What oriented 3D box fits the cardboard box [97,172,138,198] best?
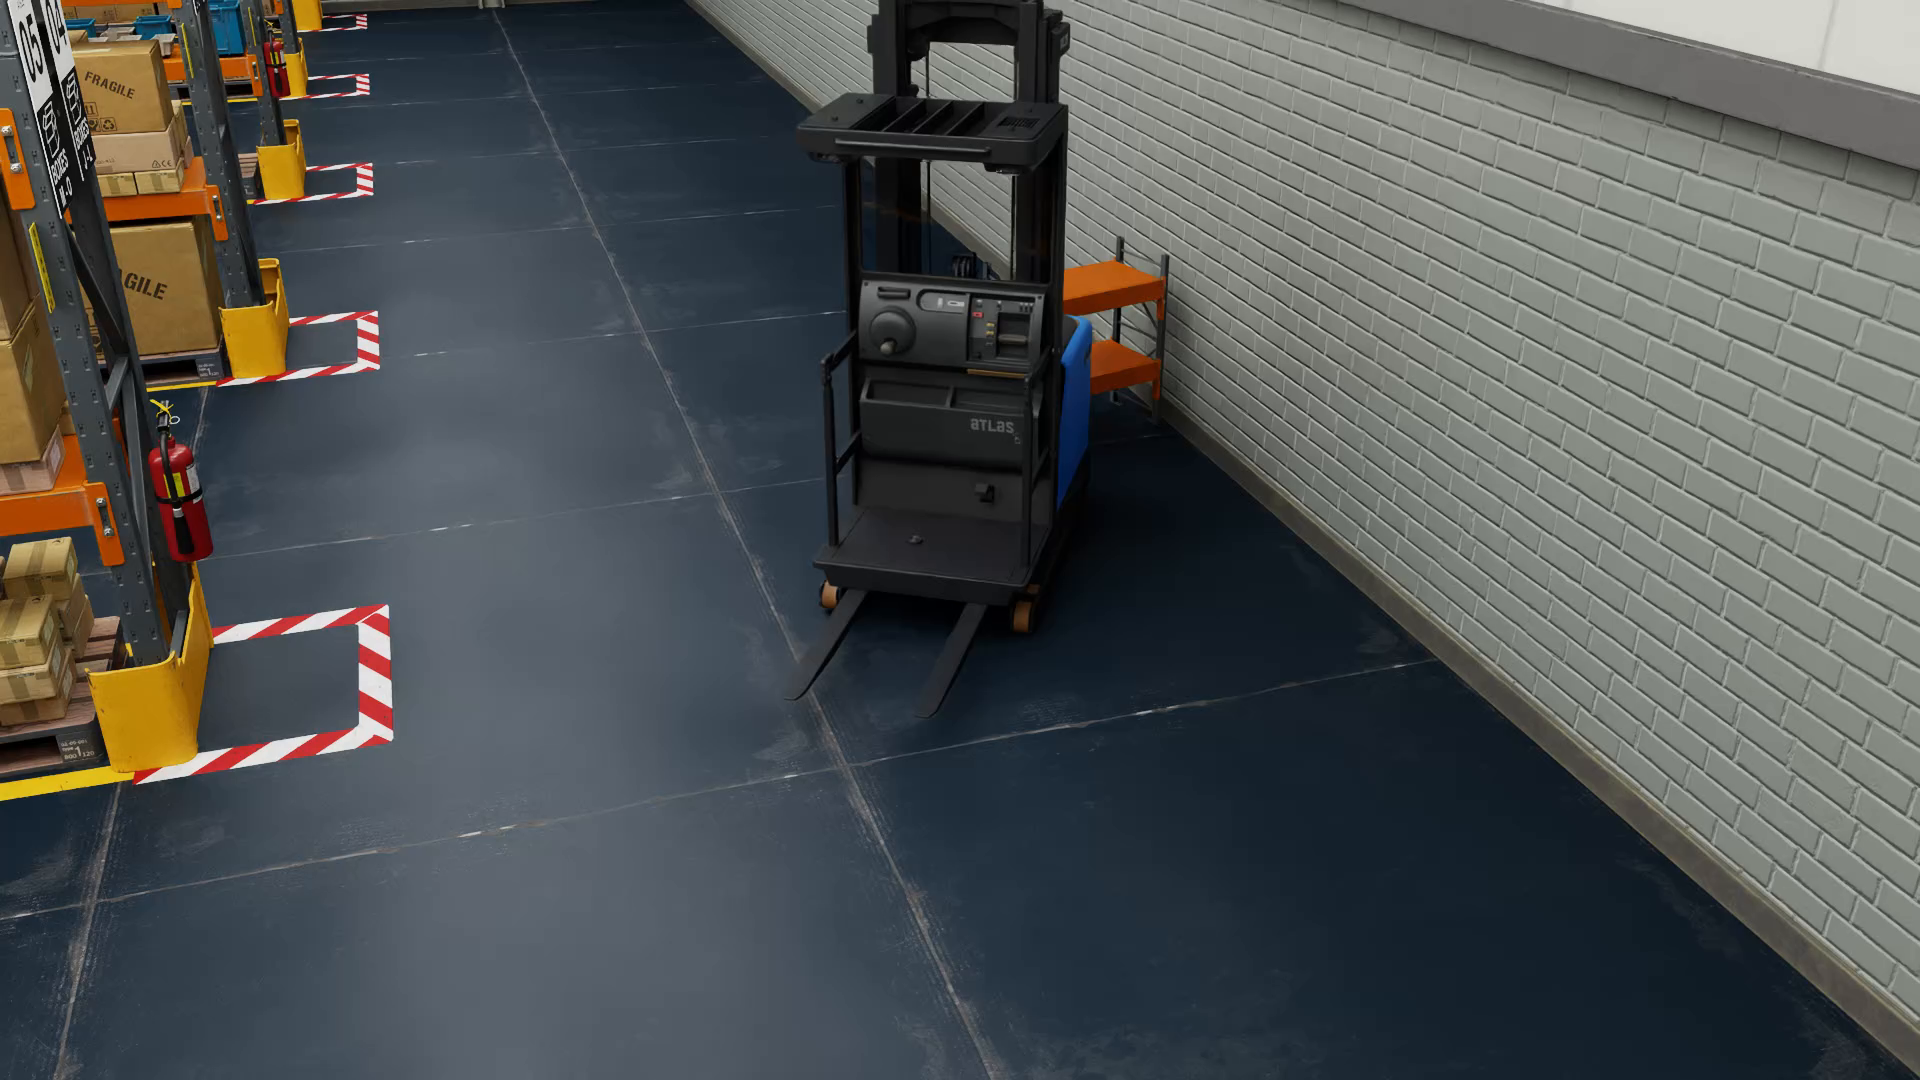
[{"bbox_3d":[-5.546,-2.379,10.951,0.250,0.149,0.380,-8,27,-16],"label":"cardboard box"}]

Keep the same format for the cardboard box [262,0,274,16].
[{"bbox_3d":[-10.299,-7.929,24.187,0.500,0.500,0.700,-8,28,-16],"label":"cardboard box"}]

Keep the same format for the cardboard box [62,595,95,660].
[{"bbox_3d":[-4.220,0.421,7.763,0.250,0.149,0.380,-8,27,-15],"label":"cardboard box"}]

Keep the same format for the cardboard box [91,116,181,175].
[{"bbox_3d":[-5.442,-2.603,10.954,0.500,0.250,0.500,-9,28,-17],"label":"cardboard box"}]

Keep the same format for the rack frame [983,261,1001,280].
[{"bbox_3d":[0.288,-1.101,10.203,0.032,1.125,0.500,-16,30,-29],"label":"rack frame"}]

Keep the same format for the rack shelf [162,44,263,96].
[{"bbox_3d":[-8.499,-4.213,15.171,4.000,0.370,1.077,-8,28,-16],"label":"rack shelf"}]

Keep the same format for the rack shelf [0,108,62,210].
[{"bbox_3d":[-5.525,-1.351,6.034,4.000,0.370,1.077,-8,28,-16],"label":"rack shelf"}]

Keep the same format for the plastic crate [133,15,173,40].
[{"bbox_3d":[-7.560,-4.777,15.619,0.300,0.233,0.416,-8,28,-16],"label":"plastic crate"}]

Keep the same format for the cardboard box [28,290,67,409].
[{"bbox_3d":[-4.136,-0.838,7.118,0.500,0.500,0.500,-7,27,-14],"label":"cardboard box"}]

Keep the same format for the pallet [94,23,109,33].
[{"bbox_3d":[-12.721,-7.271,23.658,1.213,0.211,1.003,-8,28,-16],"label":"pallet"}]

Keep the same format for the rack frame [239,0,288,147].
[{"bbox_3d":[-6.597,-4.810,15.566,0.127,3.000,1.000,-8,28,-16],"label":"rack frame"}]

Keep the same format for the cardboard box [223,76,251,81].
[{"bbox_3d":[-8.568,-5.803,19.883,0.500,0.500,0.500,-8,28,-16],"label":"cardboard box"}]

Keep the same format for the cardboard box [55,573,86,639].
[{"bbox_3d":[-4.201,0.314,7.643,0.250,0.149,0.380,-7,27,-14],"label":"cardboard box"}]

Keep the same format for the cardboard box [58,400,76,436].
[{"bbox_3d":[-4.033,-0.586,7.341,0.250,0.149,0.380,-8,28,-17],"label":"cardboard box"}]

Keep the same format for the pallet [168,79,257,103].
[{"bbox_3d":[-8.957,-5.535,20.163,1.213,0.211,1.003,-8,28,-16],"label":"pallet"}]

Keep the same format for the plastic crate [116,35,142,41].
[{"bbox_3d":[-7.596,-4.496,15.163,0.243,0.136,0.396,-8,28,-16],"label":"plastic crate"}]

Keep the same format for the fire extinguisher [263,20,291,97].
[{"bbox_3d":[-6.313,-4.437,15.321,0.183,0.674,0.296,-8,28,-16],"label":"fire extinguisher"}]

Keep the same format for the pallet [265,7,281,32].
[{"bbox_3d":[-10.401,-7.607,24.335,1.213,0.211,1.003,-8,28,-16],"label":"pallet"}]

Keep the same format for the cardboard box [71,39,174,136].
[{"bbox_3d":[-5.445,-2.940,10.789,0.500,0.500,0.500,-8,27,-15],"label":"cardboard box"}]

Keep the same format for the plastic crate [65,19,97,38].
[{"bbox_3d":[-8.186,-4.686,15.436,0.300,0.233,0.416,-8,28,-16],"label":"plastic crate"}]

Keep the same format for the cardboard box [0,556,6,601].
[{"bbox_3d":[-4.451,0.235,7.469,0.250,0.149,0.380,-8,27,-15],"label":"cardboard box"}]

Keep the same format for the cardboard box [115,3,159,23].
[{"bbox_3d":[-11.758,-7.714,23.753,0.500,0.500,0.700,-8,27,-15],"label":"cardboard box"}]

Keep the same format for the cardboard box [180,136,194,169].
[{"bbox_3d":[-5.503,-2.694,11.586,0.250,0.149,0.380,-8,27,-16],"label":"cardboard box"}]

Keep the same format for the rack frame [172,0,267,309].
[{"bbox_3d":[-5.063,-2.716,11.348,0.127,3.000,1.000,-8,28,-16],"label":"rack frame"}]

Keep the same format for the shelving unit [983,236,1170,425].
[{"bbox_3d":[0.718,-1.222,10.447,1.048,1.125,0.538,-16,30,-29],"label":"shelving unit"}]

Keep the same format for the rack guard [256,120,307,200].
[{"bbox_3d":[-6.578,-3.699,16.139,0.348,0.500,1.175,-8,28,-16],"label":"rack guard"}]

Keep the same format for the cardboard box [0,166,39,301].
[{"bbox_3d":[-4.132,-1.281,6.886,0.500,0.500,0.500,-8,28,-16],"label":"cardboard box"}]

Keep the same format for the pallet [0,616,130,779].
[{"bbox_3d":[-4.479,0.751,7.499,1.213,0.211,1.003,-8,28,-16],"label":"pallet"}]

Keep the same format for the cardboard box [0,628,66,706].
[{"bbox_3d":[-4.037,0.544,7.180,0.250,0.149,0.380,-9,28,-17],"label":"cardboard box"}]

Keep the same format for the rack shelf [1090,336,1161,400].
[{"bbox_3d":[0.718,-1.003,10.556,1.000,0.278,0.538,-16,30,-29],"label":"rack shelf"}]

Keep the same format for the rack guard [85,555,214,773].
[{"bbox_3d":[-3.695,0.525,7.630,0.348,0.500,1.175,-8,28,-16],"label":"rack guard"}]

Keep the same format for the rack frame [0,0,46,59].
[{"bbox_3d":[-3.623,-3.292,5.761,0.127,3.000,1.000,-8,28,-16],"label":"rack frame"}]

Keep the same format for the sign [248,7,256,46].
[{"bbox_3d":[-6.411,-4.653,15.066,0.005,0.325,0.100,-8,28,-16],"label":"sign"}]

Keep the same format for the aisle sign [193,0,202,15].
[{"bbox_3d":[-4.902,-3.764,10.534,0.004,0.787,0.394,-8,28,-16],"label":"aisle sign"}]

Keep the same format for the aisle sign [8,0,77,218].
[{"bbox_3d":[-3.461,-1.653,6.282,0.004,0.787,0.394,-8,28,-16],"label":"aisle sign"}]

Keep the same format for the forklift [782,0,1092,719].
[{"bbox_3d":[-0.094,-1.032,8.033,1.130,2.935,3.031,6,27,13],"label":"forklift"}]

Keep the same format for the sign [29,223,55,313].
[{"bbox_3d":[-3.470,-1.028,6.289,0.005,0.325,0.100,-8,28,-16],"label":"sign"}]

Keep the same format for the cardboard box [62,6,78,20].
[{"bbox_3d":[-12.725,-7.576,23.476,0.500,0.500,0.700,-8,27,-15],"label":"cardboard box"}]

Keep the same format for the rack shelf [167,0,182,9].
[{"bbox_3d":[-6.965,-3.462,10.286,4.000,0.370,1.077,-8,28,-16],"label":"rack shelf"}]
